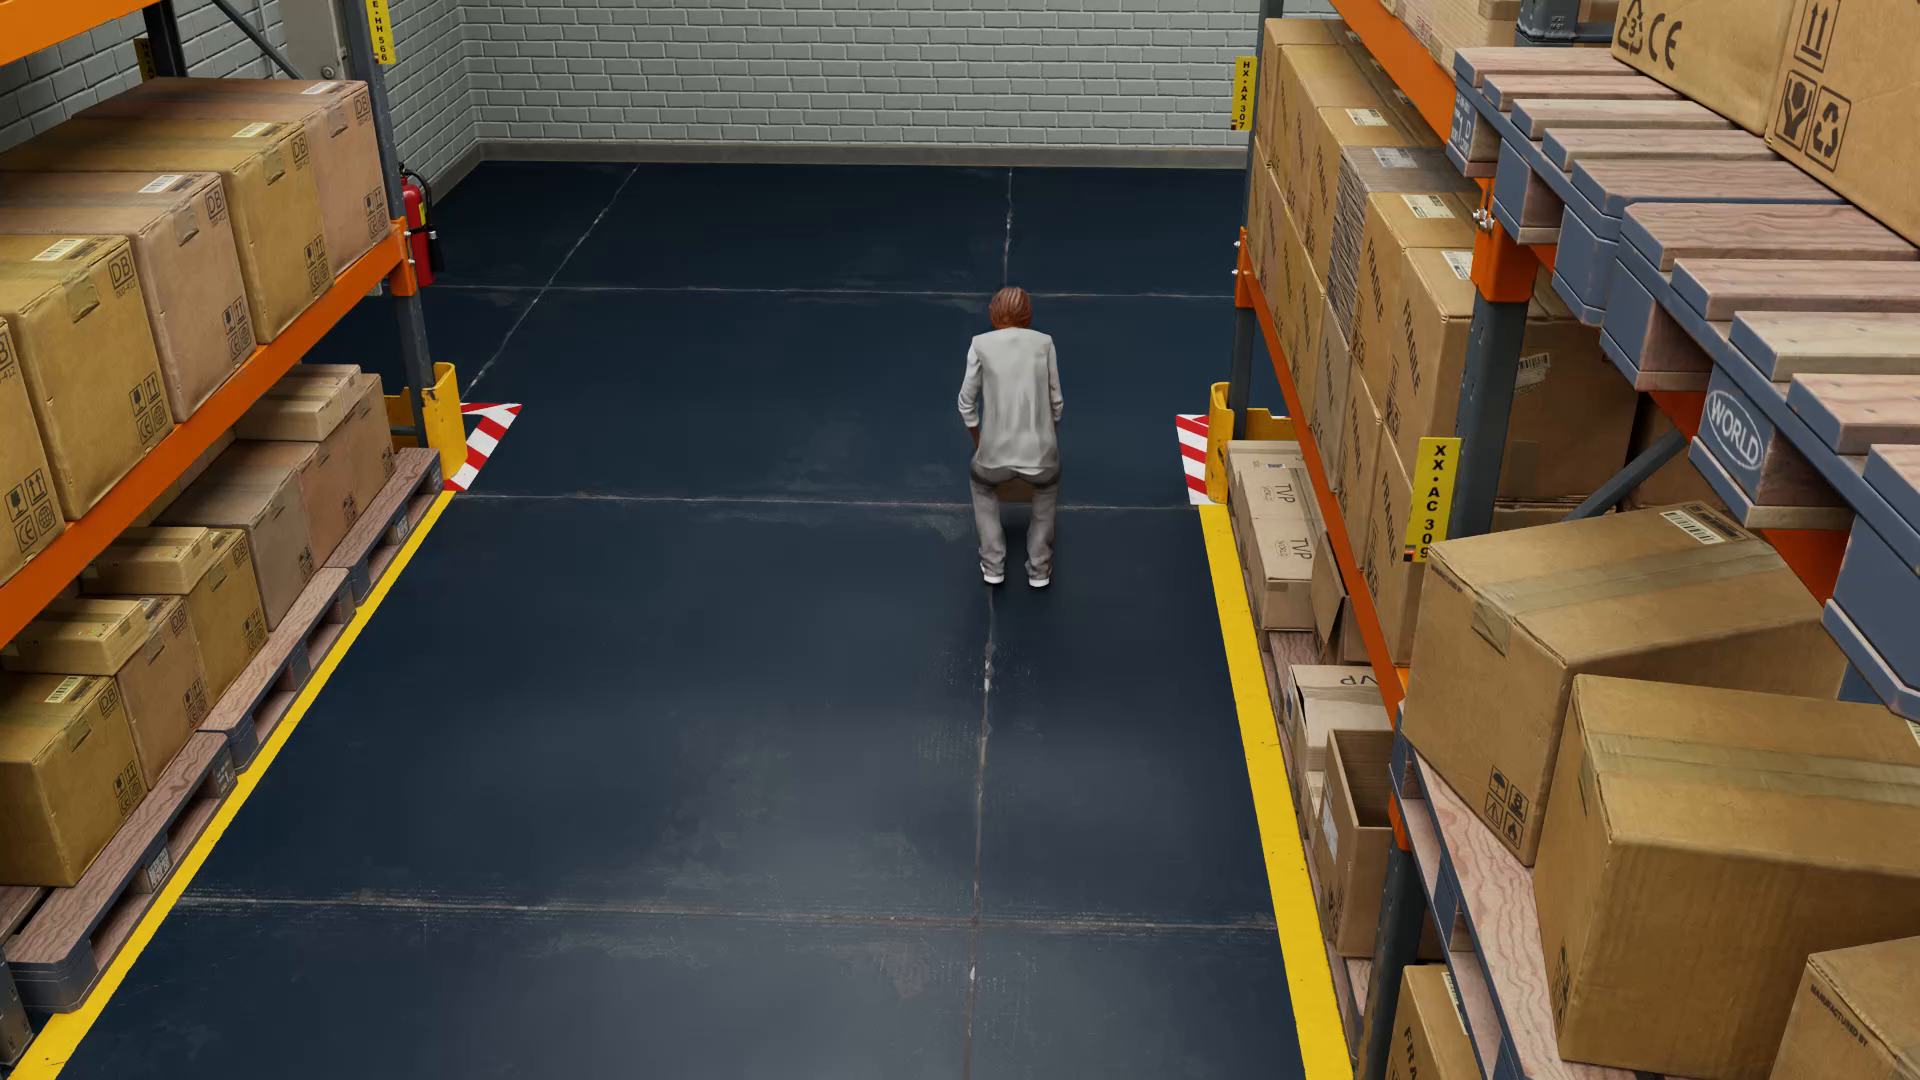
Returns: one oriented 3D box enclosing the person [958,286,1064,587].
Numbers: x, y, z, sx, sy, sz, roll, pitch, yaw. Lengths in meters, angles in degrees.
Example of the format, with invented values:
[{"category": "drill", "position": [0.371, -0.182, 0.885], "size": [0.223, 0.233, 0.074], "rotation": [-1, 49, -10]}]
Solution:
[{"category": "person", "position": [0.217, -0.416, 7.254], "size": [0.463, 1.272, 0.671], "rotation": [1, 28, 2]}]
